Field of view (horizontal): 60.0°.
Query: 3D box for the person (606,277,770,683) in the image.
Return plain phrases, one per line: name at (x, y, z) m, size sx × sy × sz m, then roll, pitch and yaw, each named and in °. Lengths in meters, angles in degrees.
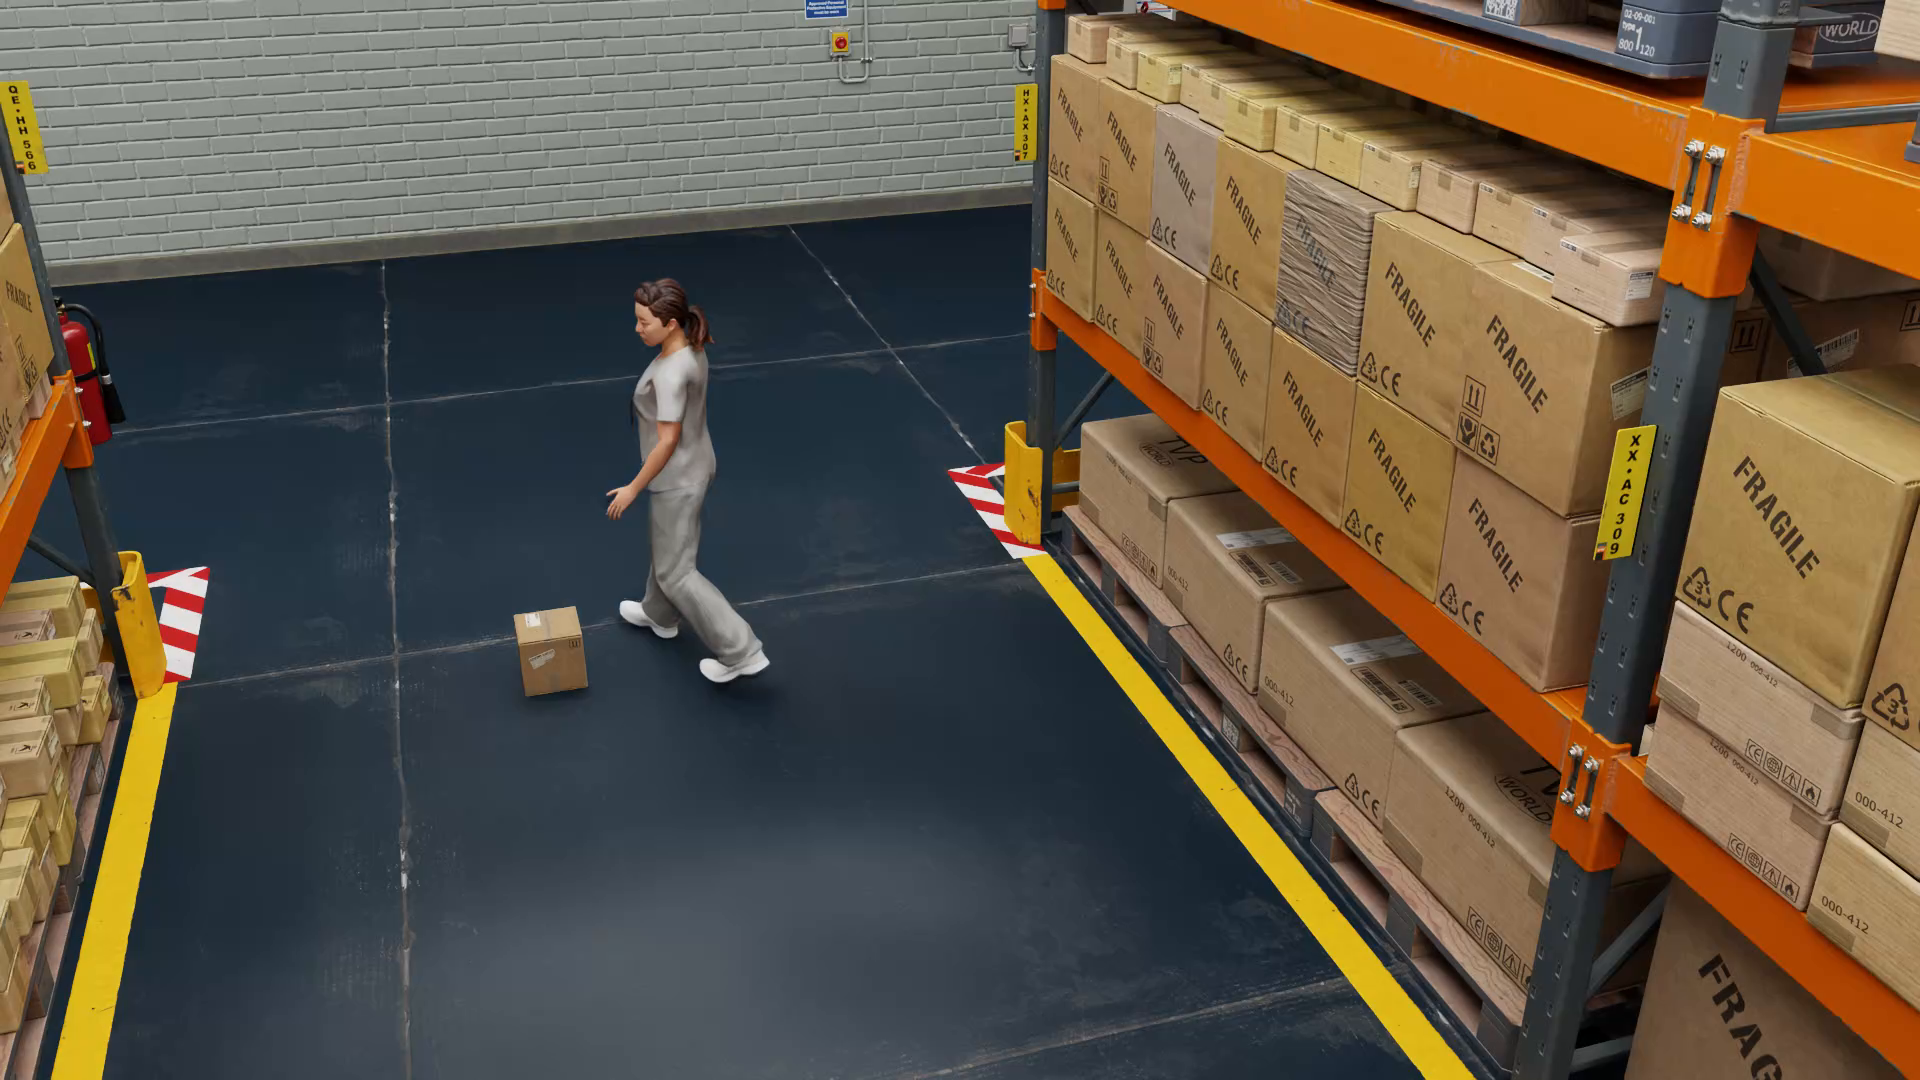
person at (-1.126, -0.249, 6.610) m, size 0.808 × 1.648 × 0.623 m, roll 4°, pitch 27°, yaw 9°
